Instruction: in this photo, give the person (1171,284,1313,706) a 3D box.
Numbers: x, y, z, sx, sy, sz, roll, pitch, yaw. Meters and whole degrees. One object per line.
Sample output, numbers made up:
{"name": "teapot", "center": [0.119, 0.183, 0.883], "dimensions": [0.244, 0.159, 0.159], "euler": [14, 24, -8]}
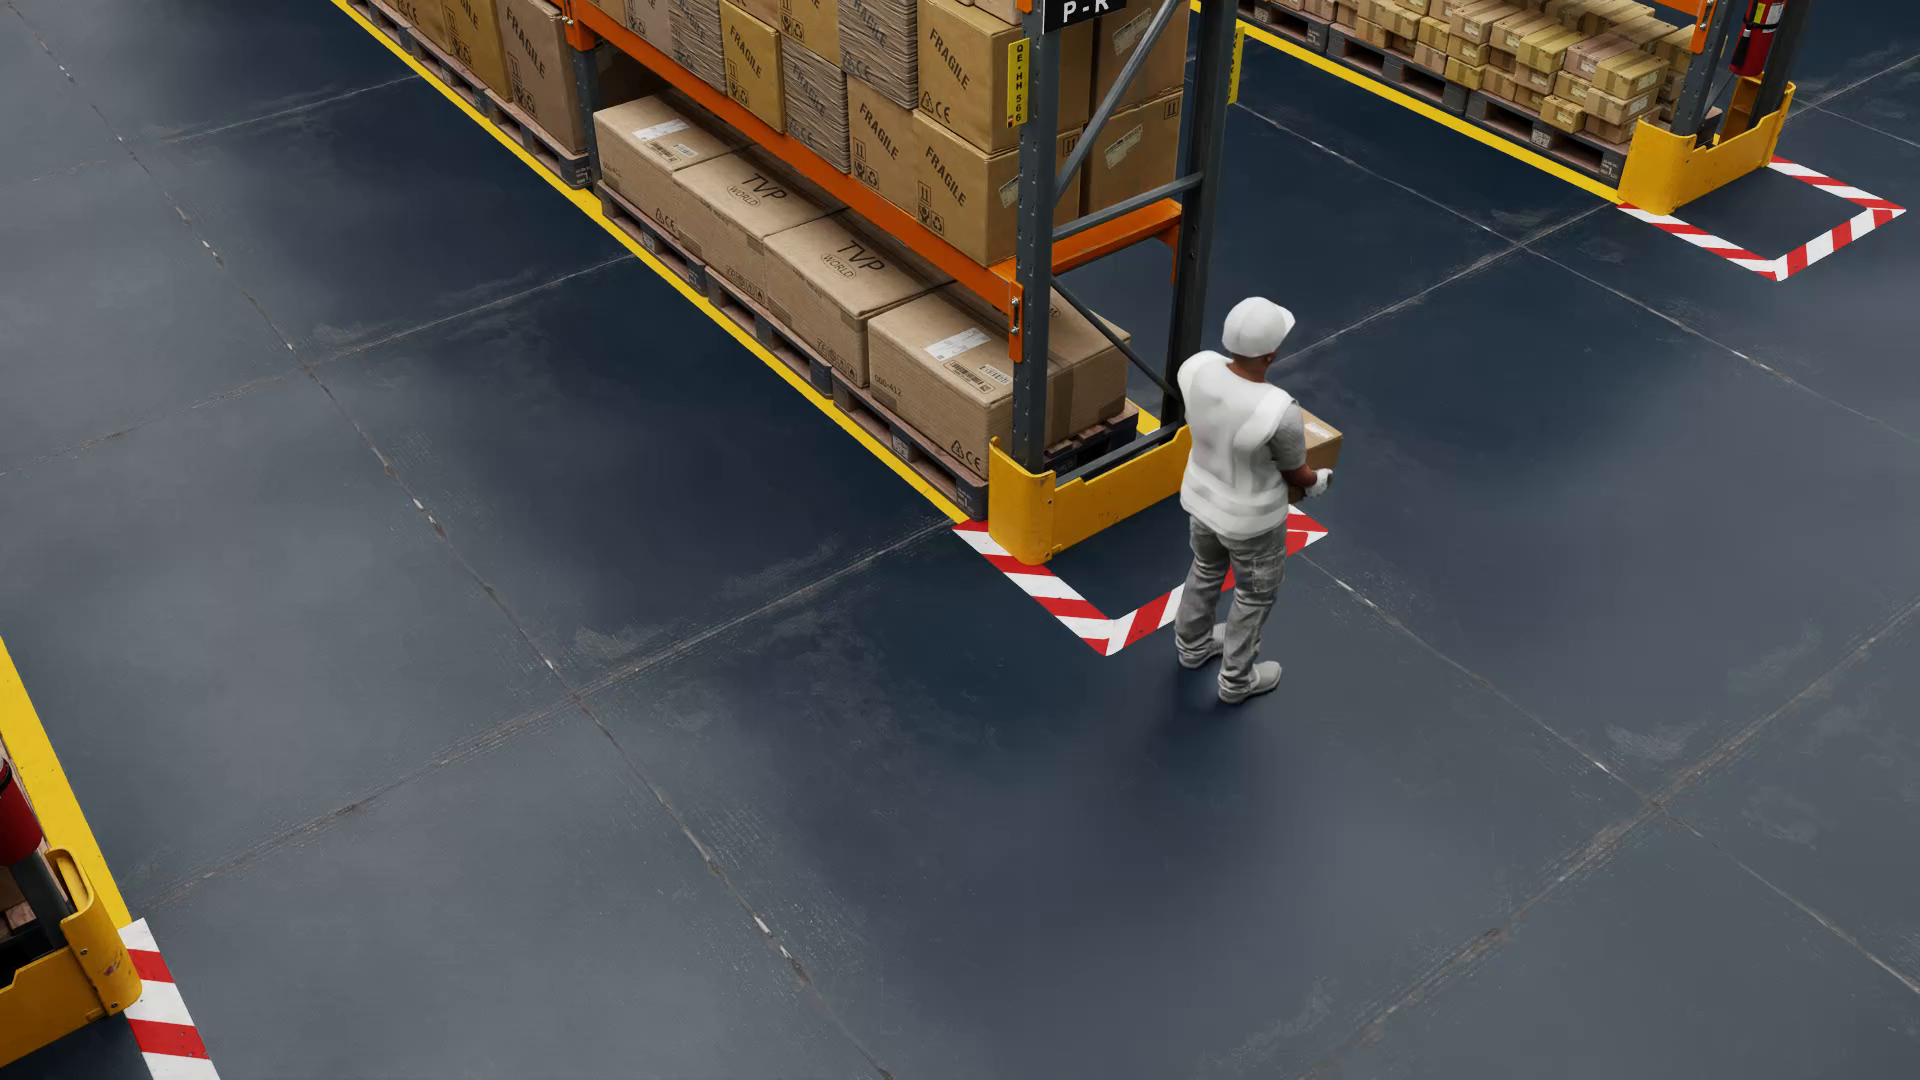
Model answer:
{"name": "person", "center": [1.071, -0.155, 6.333], "dimensions": [0.451, 1.774, 0.631], "euler": [-27, 47, -29]}
